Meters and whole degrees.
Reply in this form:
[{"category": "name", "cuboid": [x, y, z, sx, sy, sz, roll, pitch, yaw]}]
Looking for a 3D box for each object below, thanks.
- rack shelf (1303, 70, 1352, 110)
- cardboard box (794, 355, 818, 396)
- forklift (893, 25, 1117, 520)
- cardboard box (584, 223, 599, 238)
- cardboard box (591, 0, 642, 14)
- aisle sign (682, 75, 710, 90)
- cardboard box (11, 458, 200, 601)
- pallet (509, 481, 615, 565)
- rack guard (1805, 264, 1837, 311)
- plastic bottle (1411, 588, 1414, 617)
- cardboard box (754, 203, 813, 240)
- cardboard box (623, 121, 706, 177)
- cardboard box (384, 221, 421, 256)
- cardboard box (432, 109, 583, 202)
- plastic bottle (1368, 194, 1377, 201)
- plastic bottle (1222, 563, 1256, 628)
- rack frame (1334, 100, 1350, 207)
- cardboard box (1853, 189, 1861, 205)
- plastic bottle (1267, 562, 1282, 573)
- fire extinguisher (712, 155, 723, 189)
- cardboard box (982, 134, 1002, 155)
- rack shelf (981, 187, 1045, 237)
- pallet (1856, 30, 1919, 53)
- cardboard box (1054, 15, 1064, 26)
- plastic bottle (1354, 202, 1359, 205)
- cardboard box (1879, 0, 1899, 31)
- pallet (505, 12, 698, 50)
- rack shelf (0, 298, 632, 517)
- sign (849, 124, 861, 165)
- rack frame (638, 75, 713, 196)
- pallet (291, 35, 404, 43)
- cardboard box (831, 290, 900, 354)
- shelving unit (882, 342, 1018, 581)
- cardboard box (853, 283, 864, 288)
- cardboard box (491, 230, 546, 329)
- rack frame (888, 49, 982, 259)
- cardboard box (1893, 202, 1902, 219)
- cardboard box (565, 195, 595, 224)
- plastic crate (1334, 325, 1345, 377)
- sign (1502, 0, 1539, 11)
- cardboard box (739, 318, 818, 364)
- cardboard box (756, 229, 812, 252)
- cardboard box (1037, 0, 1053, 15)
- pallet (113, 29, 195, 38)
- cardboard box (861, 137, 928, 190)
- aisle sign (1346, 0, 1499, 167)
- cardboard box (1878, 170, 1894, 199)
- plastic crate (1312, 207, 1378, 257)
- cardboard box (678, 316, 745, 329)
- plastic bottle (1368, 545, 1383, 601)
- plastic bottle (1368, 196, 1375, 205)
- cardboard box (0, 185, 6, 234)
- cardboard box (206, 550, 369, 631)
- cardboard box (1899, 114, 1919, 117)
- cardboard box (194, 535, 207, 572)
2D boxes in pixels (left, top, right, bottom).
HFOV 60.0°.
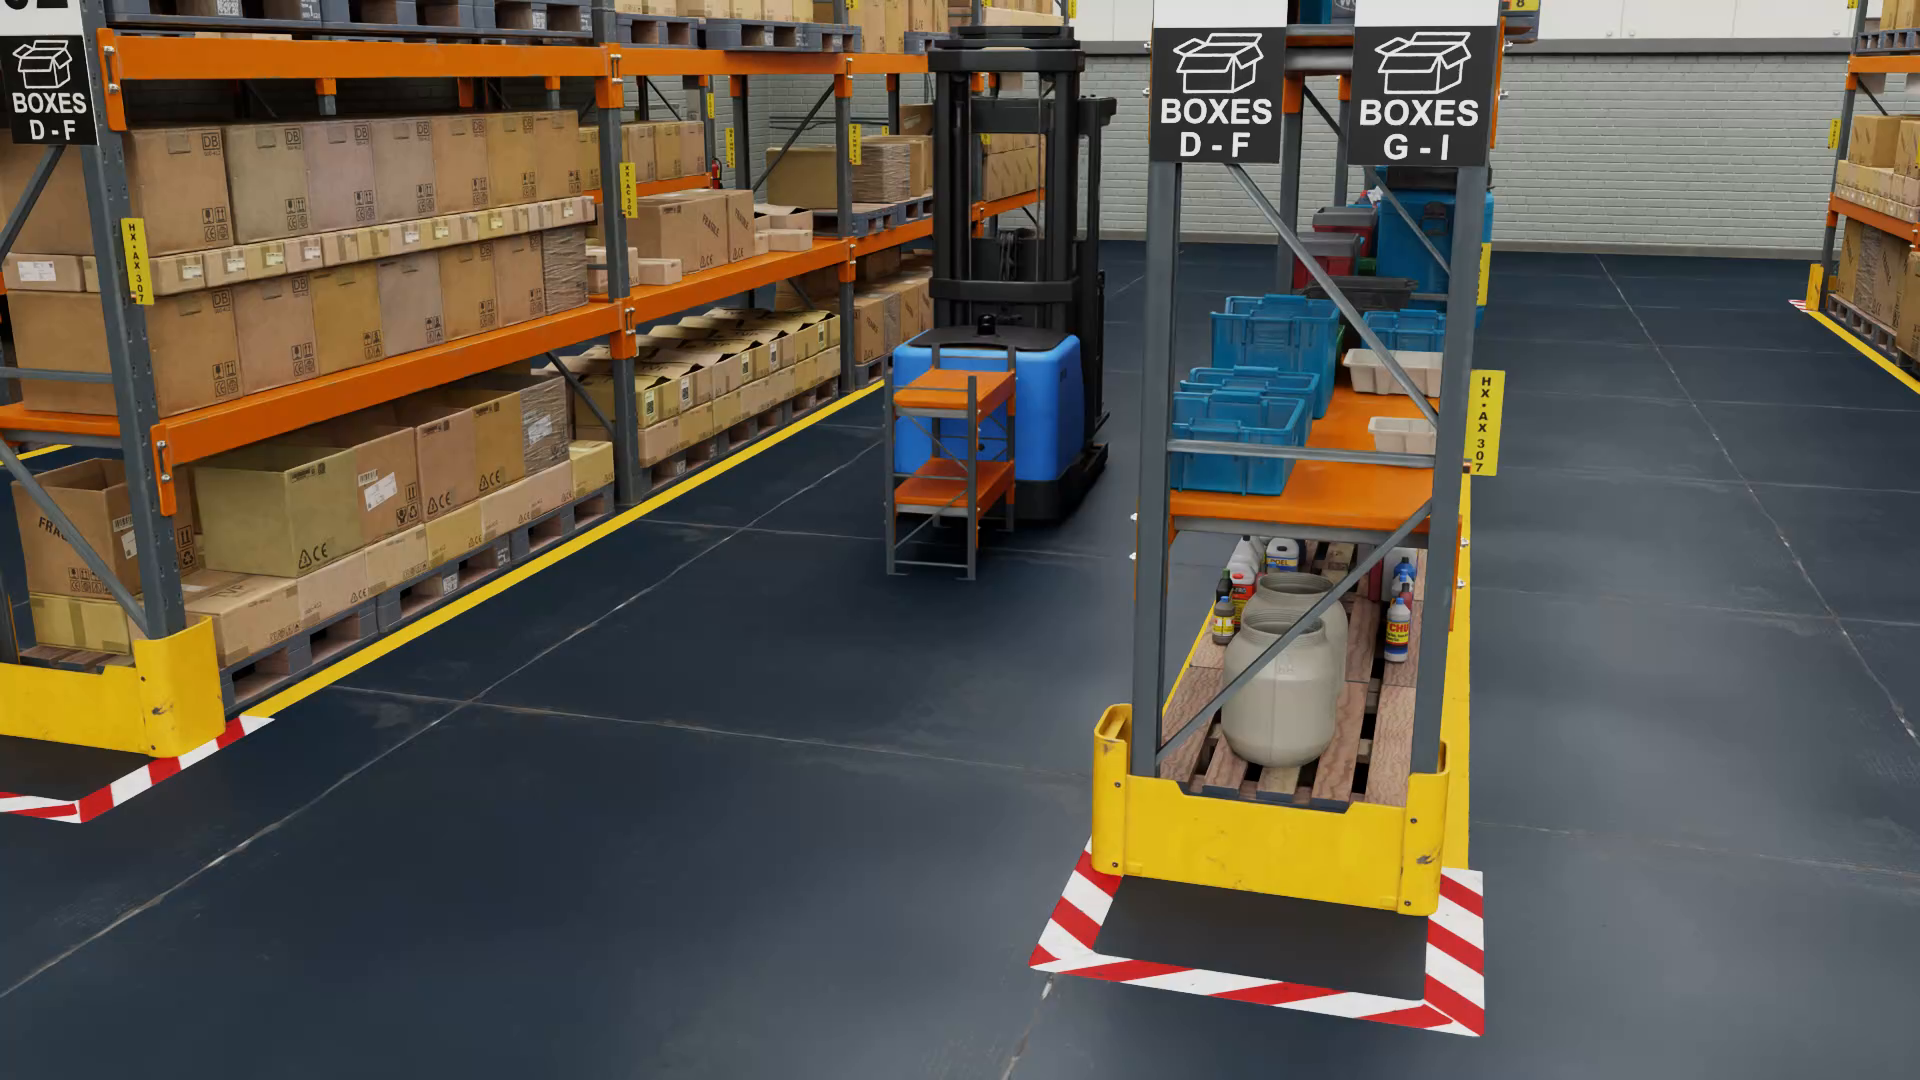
[{"category": "rack shelf", "cuboid": [2.781, -2.936, 10.503, 1.077, 0.370, 4.000, 5, 16, 16]}, {"category": "cardboard box", "cuboid": [-1.458, -1.334, 13.306, 0.500, 0.250, 0.500, 4, 16, 15]}, {"category": "forklift", "cuboid": [0.420, -1.889, 11.118, 1.130, 2.935, 3.031, 4, 16, 13]}, {"category": "cardboard box", "cuboid": [-4.430, -3.751, 20.180, 0.380, 0.149, 0.250, 5, 17, 18]}, {"category": "cardboard box", "cuboid": [-2.351, -3.434, 10.447, 0.500, 0.250, 0.500, 6, 17, 22]}, {"category": "aisle sign", "cuboid": [-3.568, -6.469, 22.376, 0.394, 0.787, 0.004, 5, 16, 16]}, {"category": "cardboard box", "cuboid": [-3.805, -0.057, 7.429, 0.500, 0.500, 0.500, 5, 16, 16]}, {"category": "pallet", "cuboid": [-2.802, -0.154, 9.986, 1.003, 0.211, 1.213, 5, 16, 16]}, {"category": "rack guard", "cuboid": [10.378, -2.874, 19.047, 1.175, 0.500, 0.348, 5, 16, 16]}, {"category": "plastic bottle", "cuboid": [2.044, 0.274, 7.689, 0.097, 0.201, 0.097, 0, 16, 0]}, {"category": "cardboard box", "cuboid": [-1.544, -2.612, 13.705, 0.500, 0.311, 0.500, 6, 17, 19]}, {"category": "cardboard box", "cuboid": [-4.011, -5.233, 22.233, 0.980, 0.700, 0.700, 5, 17, 18]}, {"category": "cardboard box", "cuboid": [-2.917, -1.502, 8.256, 0.380, 0.149, 0.250, 5, 17, 16]}, {"category": "cardboard box", "cuboid": [-2.656, -2.256, 9.726, 0.700, 0.500, 0.500, 5, 17, 16]}, {"category": "plastic bottle", "cuboid": [3.726, -3.015, 15.189, 0.152, 0.276, 0.135, 5, 16, 16]}, {"category": "plastic bottle", "cuboid": [1.275, 0.252, 7.631, 0.152, 0.276, 0.135, 5, 17, 16]}, {"category": "rack frame", "cuboid": [3.349, -2.362, 12.659, 1.000, 3.000, 0.127, 5, 16, 16]}, {"category": "cardboard box", "cuboid": [9.664, -3.614, 17.533, 0.380, 0.149, 0.250, 4, 16, 15]}, {"category": "plastic bottle", "cuboid": [1.486, 0.205, 7.930, 0.097, 0.201, 0.097, 0, 16, 0]}, {"category": "fire extinguisher", "cuboid": [-3.391, -5.010, 22.821, 0.296, 0.674, 0.183, 5, 16, 16]}, {"category": "cardboard box", "cuboid": [0.141, -4.424, 17.914, 0.500, 0.500, 0.500, 5, 17, 17]}, {"category": "rack shelf", "cuboid": [0.306, -3.971, 19.649, 1.077, 0.370, 4.000, 5, 16, 16]}, {"category": "pallet", "cuboid": [10.170, -5.276, 17.600, 1.003, 0.211, 1.213, 5, 16, 16]}, {"category": "cardboard box", "cuboid": [0.973, -6.297, 20.395, 0.500, 0.250, 0.500, 5, 16, 16]}, {"category": "plastic bottle", "cuboid": [3.380, -2.744, 14.219, 0.061, 0.283, 0.133, 5, 16, 16]}, {"category": "cardboard box", "cuboid": [9.999, -5.534, 17.210, 0.700, 0.500, 0.500, 4, 16, 14]}, {"category": "pallet", "cuboid": [-2.298, -3.283, 10.761, 0.805, 0.209, 1.217, 4, 16, 14]}, {"category": "rack shelf", "cuboid": [-3.104, -0.831, 8.581, 1.077, 0.370, 4.000, 5, 16, 16]}, {"category": "sign", "cuboid": [-0.866, -3.262, 13.710, 0.100, 0.325, 0.005, 5, 16, 16]}, {"category": "rack frame", "cuboid": [-3.876, -5.223, 22.747, 1.000, 3.000, 0.127, 5, 16, 16]}, {"category": "pallet", "cuboid": [-6.017, -4.655, 15.593, 1.213, 0.211, 1.003, 5, 17, 18]}, {"category": "cardboard box", "cuboid": [-0.852, -1.990, 15.124, 0.500, 0.500, 0.500, 4, 16, 14]}, {"category": "shelving unit", "cuboid": [-0.040, -0.471, 9.427, 0.538, 1.125, 1.048, 4, 16, 13]}, {"category": "cardboard box", "cuboid": [-1.211, -2.154, 15.702, 0.500, 0.500, 0.500, 4, 16, 14]}, {"category": "cardboard box", "cuboid": [-2.799, -1.493, 9.414, 0.700, 0.500, 0.500, 4, 16, 15]}, {"category": "rack frame", "cuboid": [-0.262, -3.793, 17.706, 1.000, 3.000, 0.127, 5, 16, 16]}, {"category": "cardboard box", "cuboid": [9.153, -3.143, 15.874, 0.380, 0.149, 0.250, 4, 16, 15]}, {"category": "cardboard box", "cuboid": [-2.408, -1.973, 9.916, 0.380, 0.149, 0.250, 5, 16, 16]}, {"category": "plastic crate", "cuboid": [1.556, -0.880, 7.824, 0.450, 0.188, 0.662, 5, 16, 16]}, {"category": "sign", "cuboid": [1.602, -1.672, 4.715, 0.100, 0.325, 0.005, 5, 16, 16]}, {"category": "cardboard box", "cuboid": [-1.453, -1.603, 13.227, 0.500, 0.311, 0.500, 4, 16, 15]}, {"category": "cardboard box", "cuboid": [-1.390, -2.369, 13.146, 0.380, 0.149, 0.250, 5, 16, 16]}, {"category": "cardboard box", "cuboid": [0.744, -6.676, 20.358, 0.700, 0.500, 0.500, 5, 16, 16]}, {"category": "pallet", "cuboid": [-6.717, -3.861, 12.792, 1.213, 0.211, 1.003, 5, 16, 16]}, {"category": "cardboard box", "cuboid": [-0.746, -3.752, 16.608, 0.700, 0.500, 0.500, 7, 17, 25]}, {"category": "aisle sign", "cuboid": [1.336, -1.478, 4.779, 0.394, 0.787, 0.004, 5, 16, 16]}, {"category": "cardboard box", "cuboid": [9.398, -3.500, 16.402, 0.500, 0.250, 0.500, 5, 17, 17]}, {"category": "plastic crate", "cuboid": [2.596, -1.994, 11.244, 0.402, 0.464, 0.583, 5, 16, 16]}, {"category": "cardboard box", "cuboid": [-1.971, -1.644, 13.369, 0.500, 0.311, 0.500, 4, 16, 14]}, {"category": "plastic bottle", "cuboid": [2.007, 0.139, 8.012, 0.061, 0.283, 0.133, 5, 16, 16]}, {"category": "plastic bottle", "cuboid": [3.660, -2.954, 14.975, 0.152, 0.276, 0.135, 5, 16, 16]}, {"category": "cardboard box", "cuboid": [-7.109, -2.474, 12.065, 0.700, 0.500, 0.500, 5, 16, 16]}, {"category": "cardboard box", "cuboid": [-3.168, 0.213, 7.852, 0.500, 0.250, 0.500, 5, 16, 16]}, {"category": "cardboard box", "cuboid": [10.485, -4.355, 18.040, 0.500, 0.500, 0.500, 5, 17, 17]}, {"category": "cardboard box", "cuboid": [-3.673, 0.172, 7.996, 0.500, 0.250, 0.500, 5, 16, 16]}]
